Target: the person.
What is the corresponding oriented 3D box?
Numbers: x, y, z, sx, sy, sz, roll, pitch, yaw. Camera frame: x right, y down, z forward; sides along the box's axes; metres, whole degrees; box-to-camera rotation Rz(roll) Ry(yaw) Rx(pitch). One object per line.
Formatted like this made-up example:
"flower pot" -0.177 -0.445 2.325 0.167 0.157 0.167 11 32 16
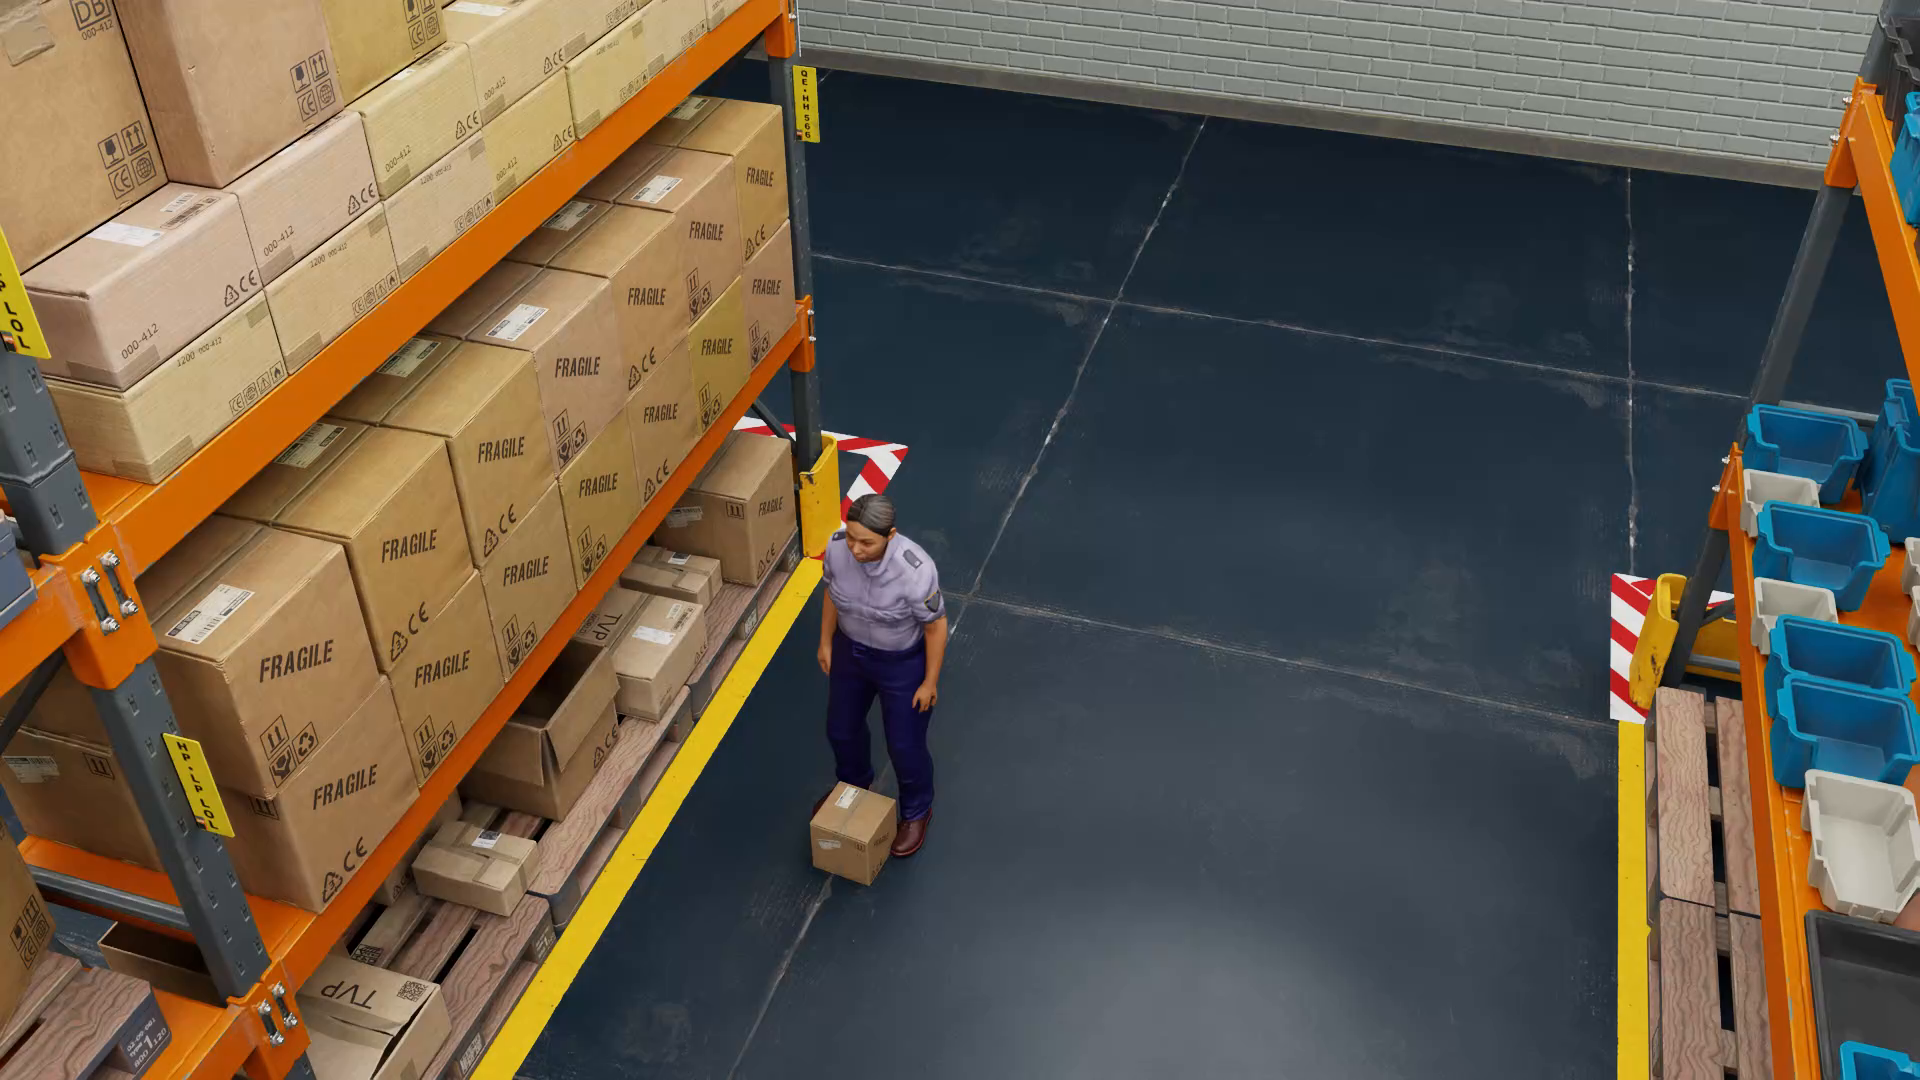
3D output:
"person" -0.304 0.465 6.285 0.538 1.651 0.370 18 41 22
